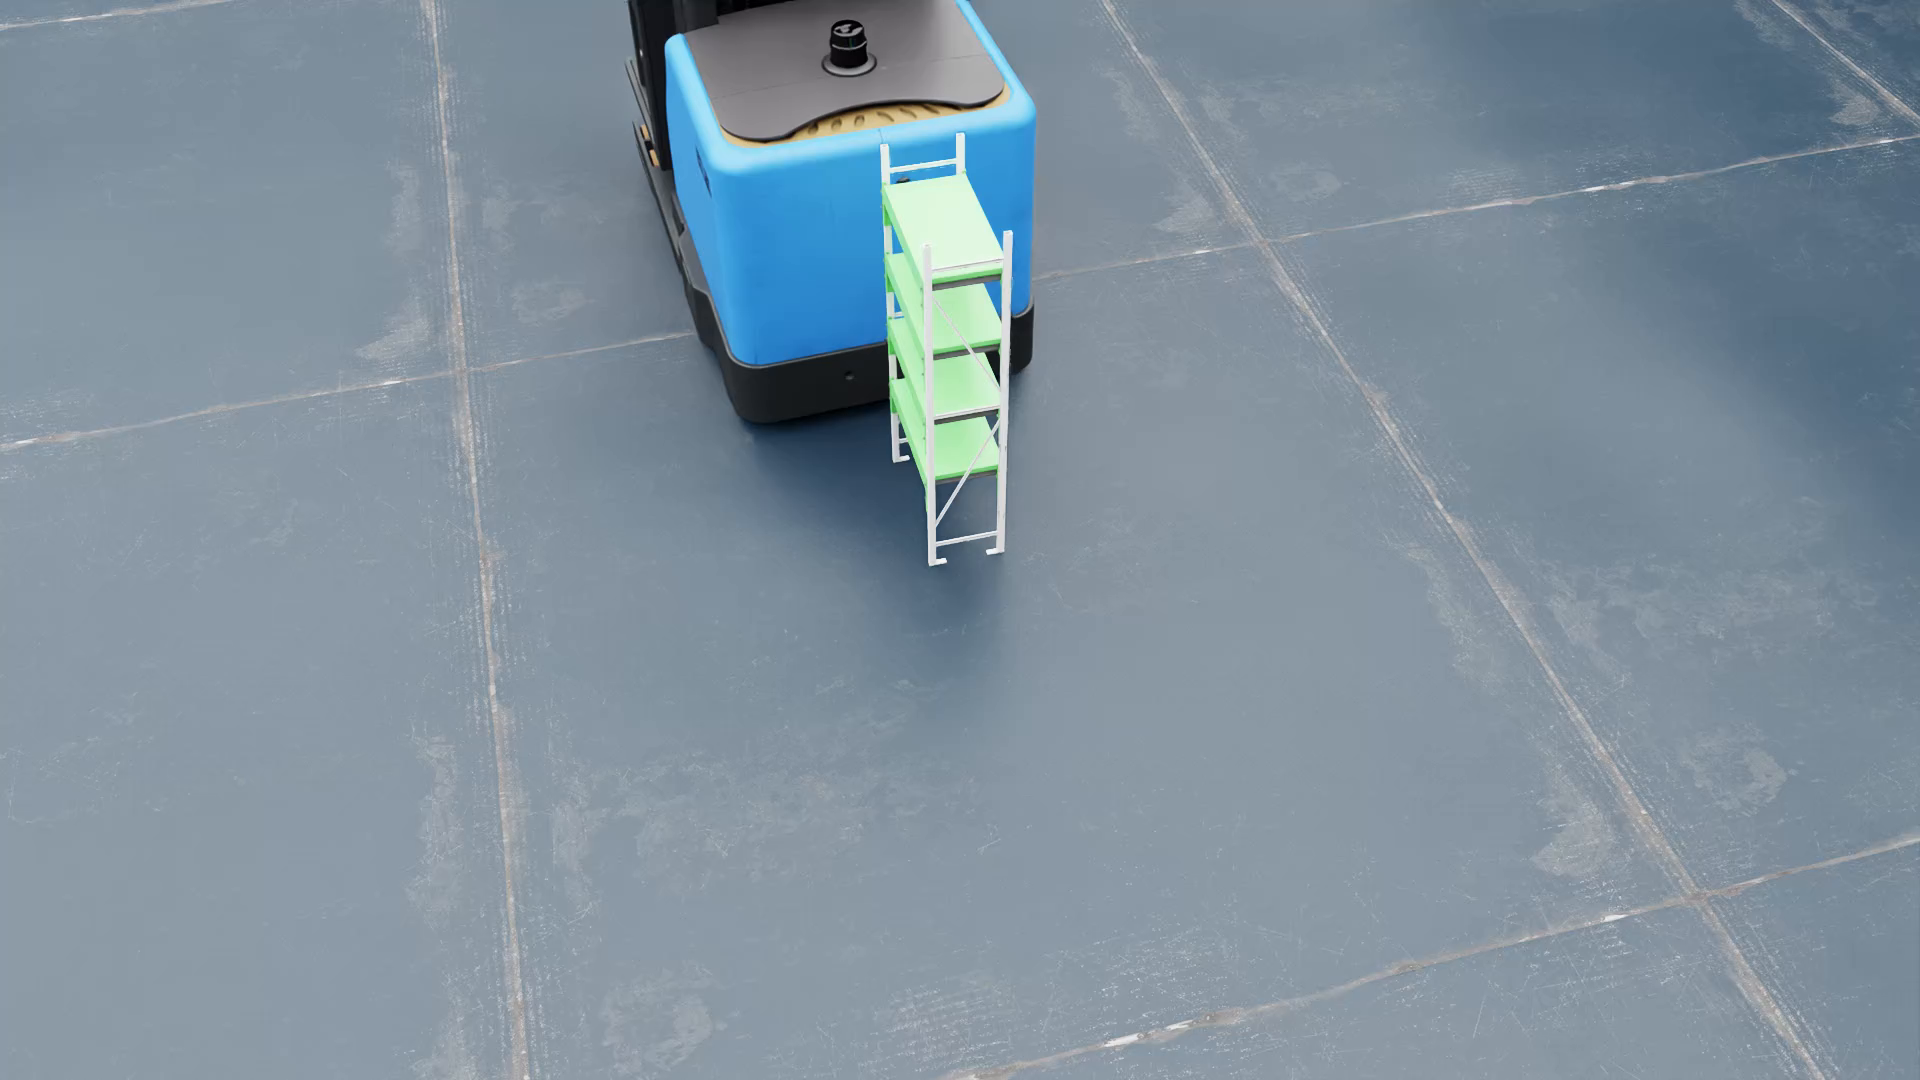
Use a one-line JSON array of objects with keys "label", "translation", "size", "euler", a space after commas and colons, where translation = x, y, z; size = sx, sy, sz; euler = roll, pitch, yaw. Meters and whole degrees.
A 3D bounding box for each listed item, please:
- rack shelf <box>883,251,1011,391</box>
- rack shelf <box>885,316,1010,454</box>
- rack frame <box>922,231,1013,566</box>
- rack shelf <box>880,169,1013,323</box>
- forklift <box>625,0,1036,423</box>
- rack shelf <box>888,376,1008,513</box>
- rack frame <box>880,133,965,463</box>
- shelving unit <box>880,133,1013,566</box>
[{"label": "rack shelf", "translation": [-0.042, -0.658, 4.808], "size": [0.258, 0.148, 0.480], "euler": [-11, 47, -10]}, {"label": "rack shelf", "translation": [-0.042, -0.490, 4.979], "size": [0.258, 0.148, 0.480], "euler": [-11, 47, -10]}, {"label": "rack frame", "translation": [0.020, -0.366, 4.768], "size": [0.240, 1.200, 0.015], "euler": [-11, 47, -10]}, {"label": "rack shelf", "translation": [-0.042, -0.825, 4.636], "size": [0.258, 0.148, 0.480], "euler": [-11, 47, -10]}, {"label": "forklift", "translation": [-0.679, -2.487, 5.635], "size": [1.130, 2.935, 3.031], "euler": [-13, 47, -12]}, {"label": "rack shelf", "translation": [-0.042, -0.322, 5.151], "size": [0.258, 0.148, 0.480], "euler": [-11, 47, -10]}, {"label": "rack frame", "translation": [-0.105, -0.703, 5.099], "size": [0.240, 1.200, 0.015], "euler": [-11, 47, -10]}, {"label": "shelving unit", "translation": [-0.042, -0.534, 4.933], "size": [0.258, 1.200, 0.503], "euler": [-11, 47, -10]}]
